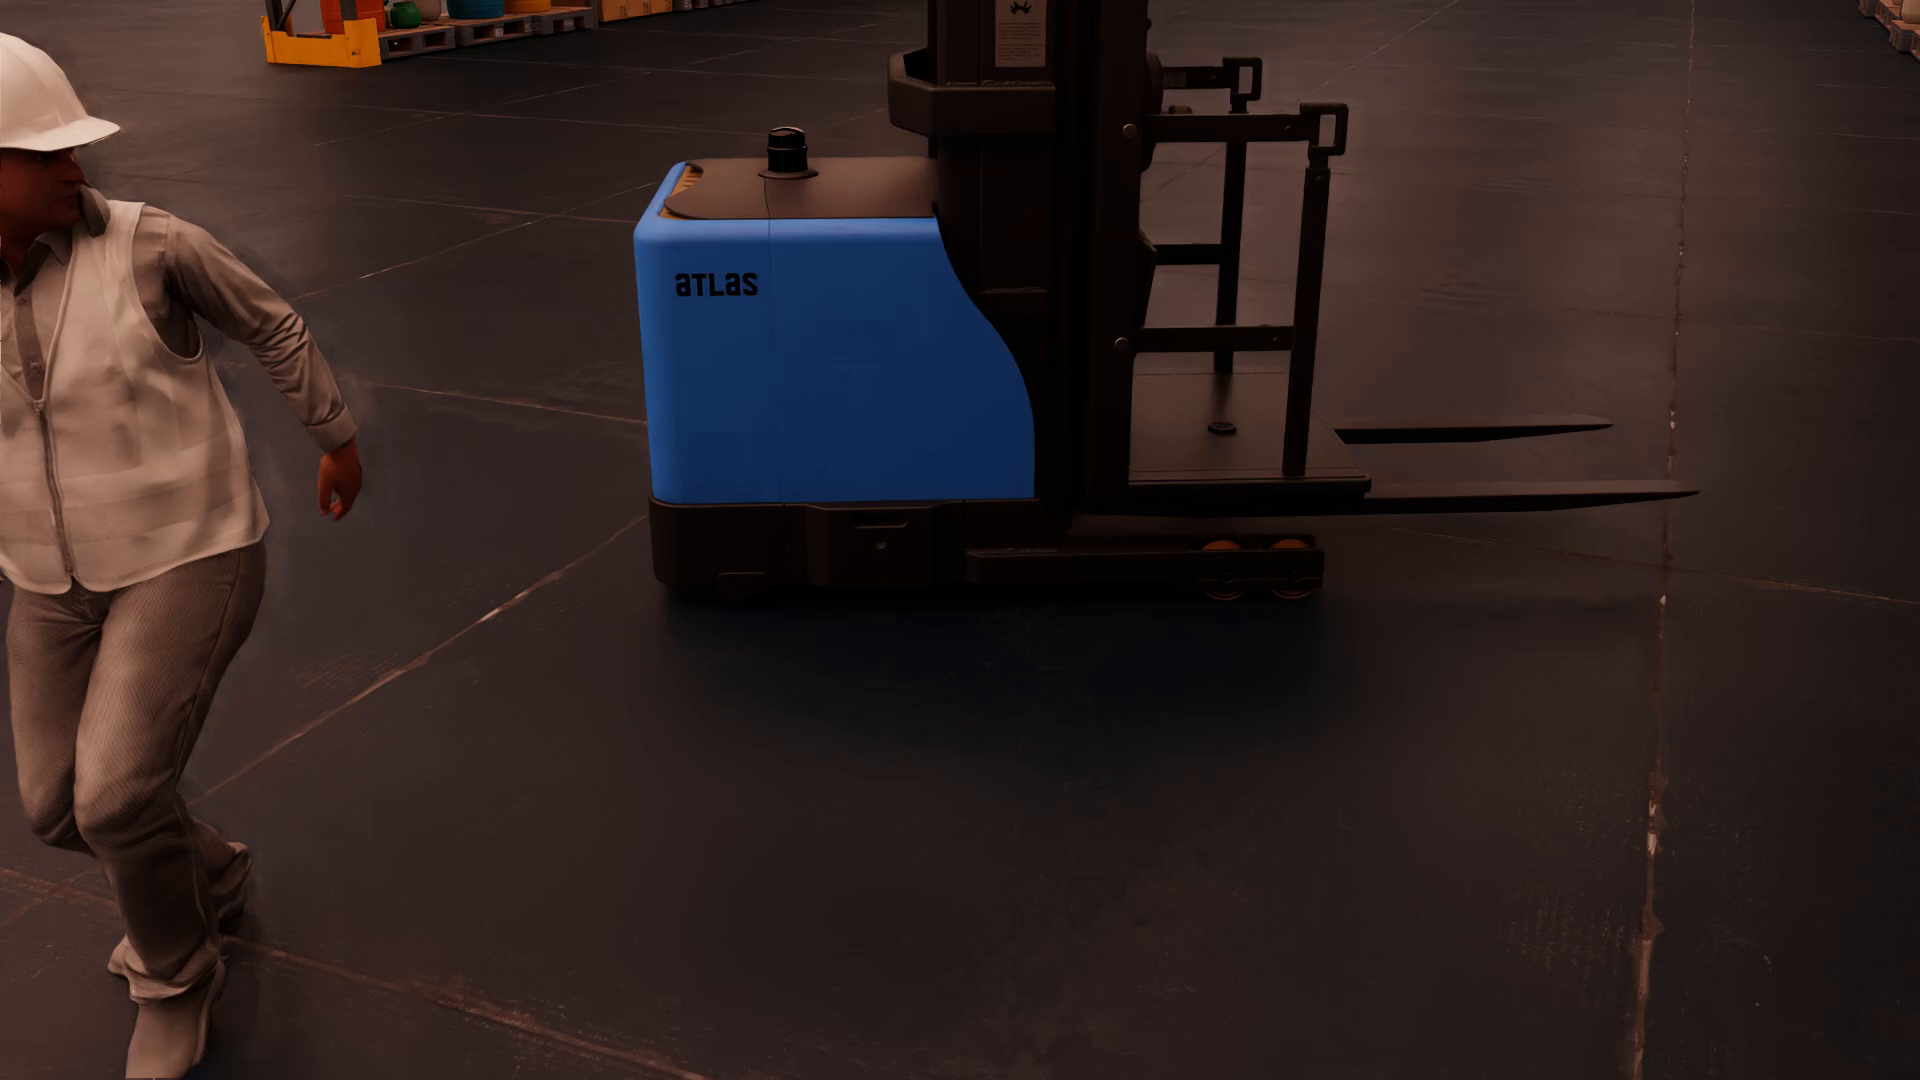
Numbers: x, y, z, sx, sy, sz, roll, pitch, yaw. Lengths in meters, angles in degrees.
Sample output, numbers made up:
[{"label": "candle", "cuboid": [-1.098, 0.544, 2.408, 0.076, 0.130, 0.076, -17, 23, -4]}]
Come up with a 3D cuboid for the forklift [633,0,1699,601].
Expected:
[{"label": "forklift", "cuboid": [0.630, -1.385, 4.607, 3.031, 2.935, 1.130, -1, 23, -3]}]

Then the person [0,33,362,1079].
[{"label": "person", "cuboid": [-1.441, 0.046, 2.845, 0.621, 1.769, 0.769, 3, 23, 6]}]
